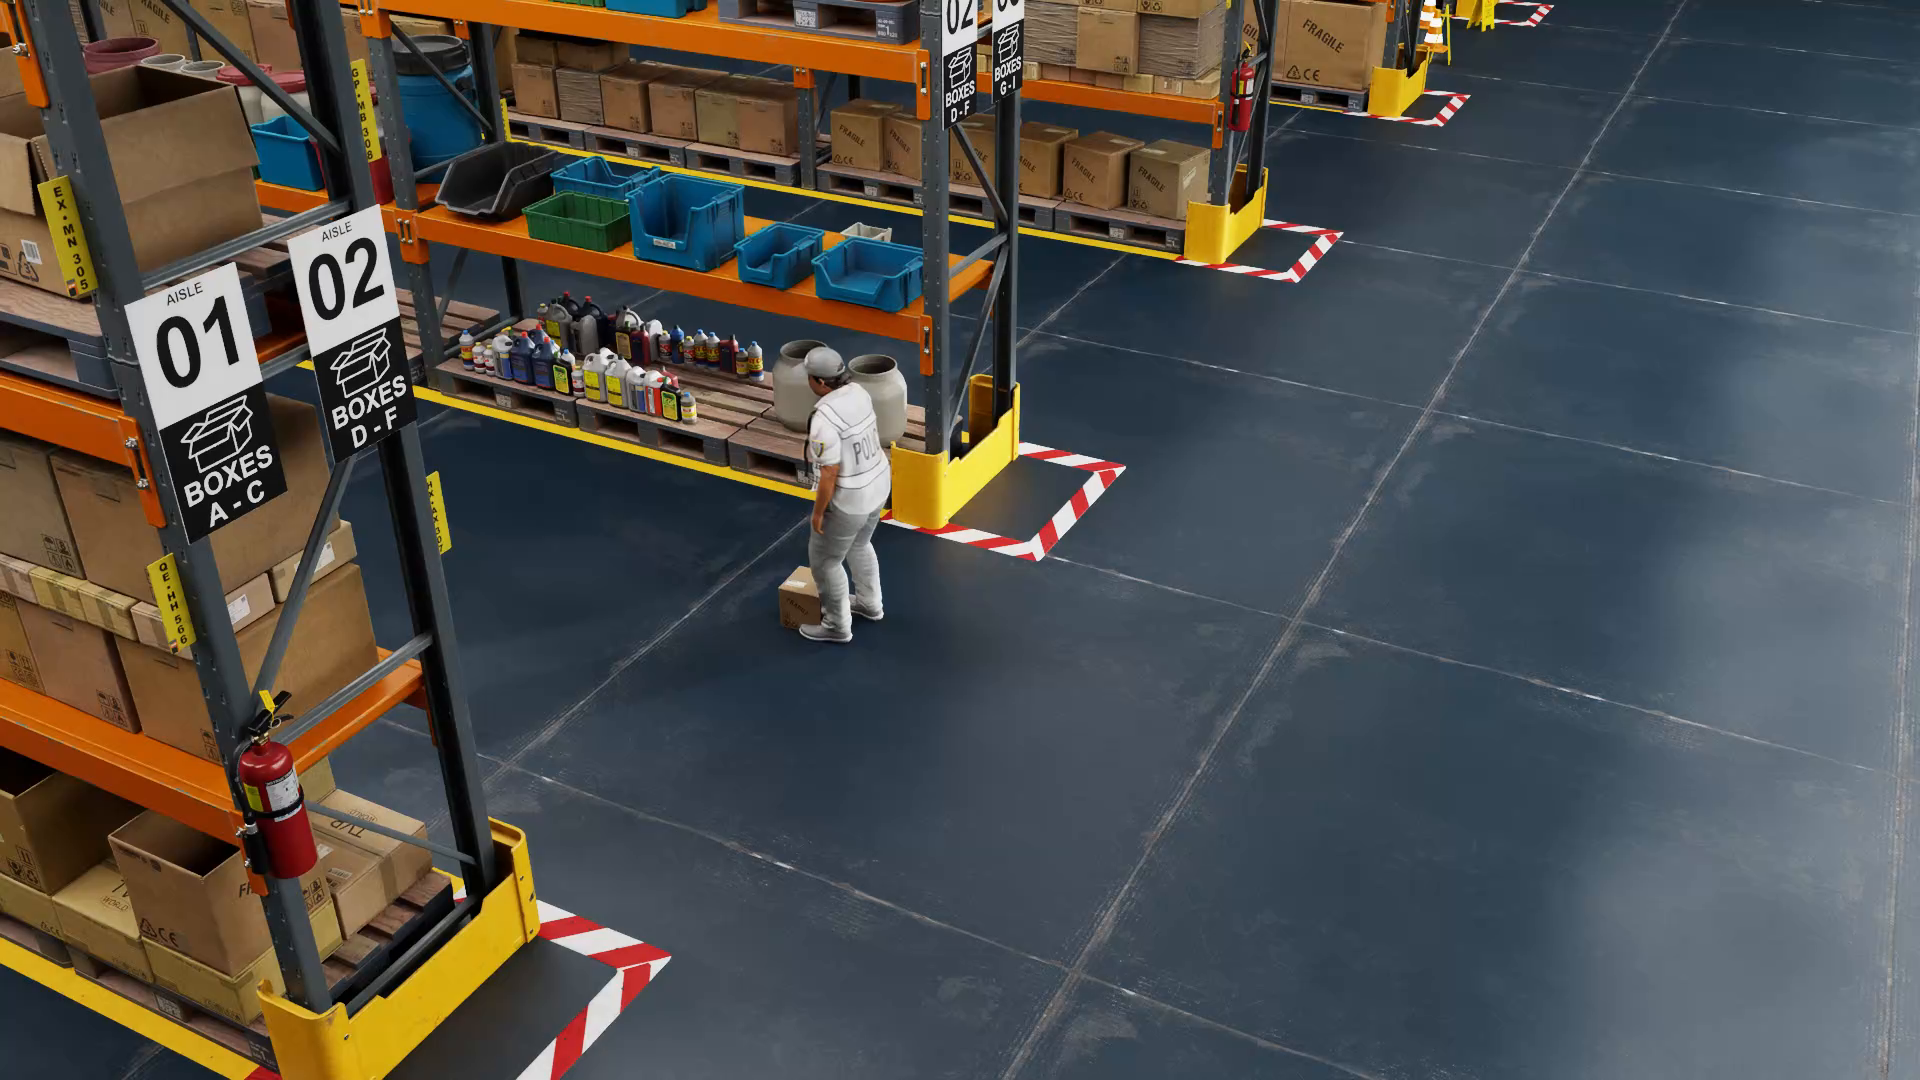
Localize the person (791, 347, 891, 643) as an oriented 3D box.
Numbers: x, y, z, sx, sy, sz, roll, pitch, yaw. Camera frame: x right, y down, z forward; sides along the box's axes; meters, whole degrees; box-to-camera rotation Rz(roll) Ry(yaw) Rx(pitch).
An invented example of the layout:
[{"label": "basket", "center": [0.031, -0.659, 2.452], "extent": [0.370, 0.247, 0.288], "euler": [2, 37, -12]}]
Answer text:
[{"label": "person", "center": [-0.616, -0.233, 8.679], "extent": [0.468, 1.665, 0.537], "euler": [14, 33, 23]}]
